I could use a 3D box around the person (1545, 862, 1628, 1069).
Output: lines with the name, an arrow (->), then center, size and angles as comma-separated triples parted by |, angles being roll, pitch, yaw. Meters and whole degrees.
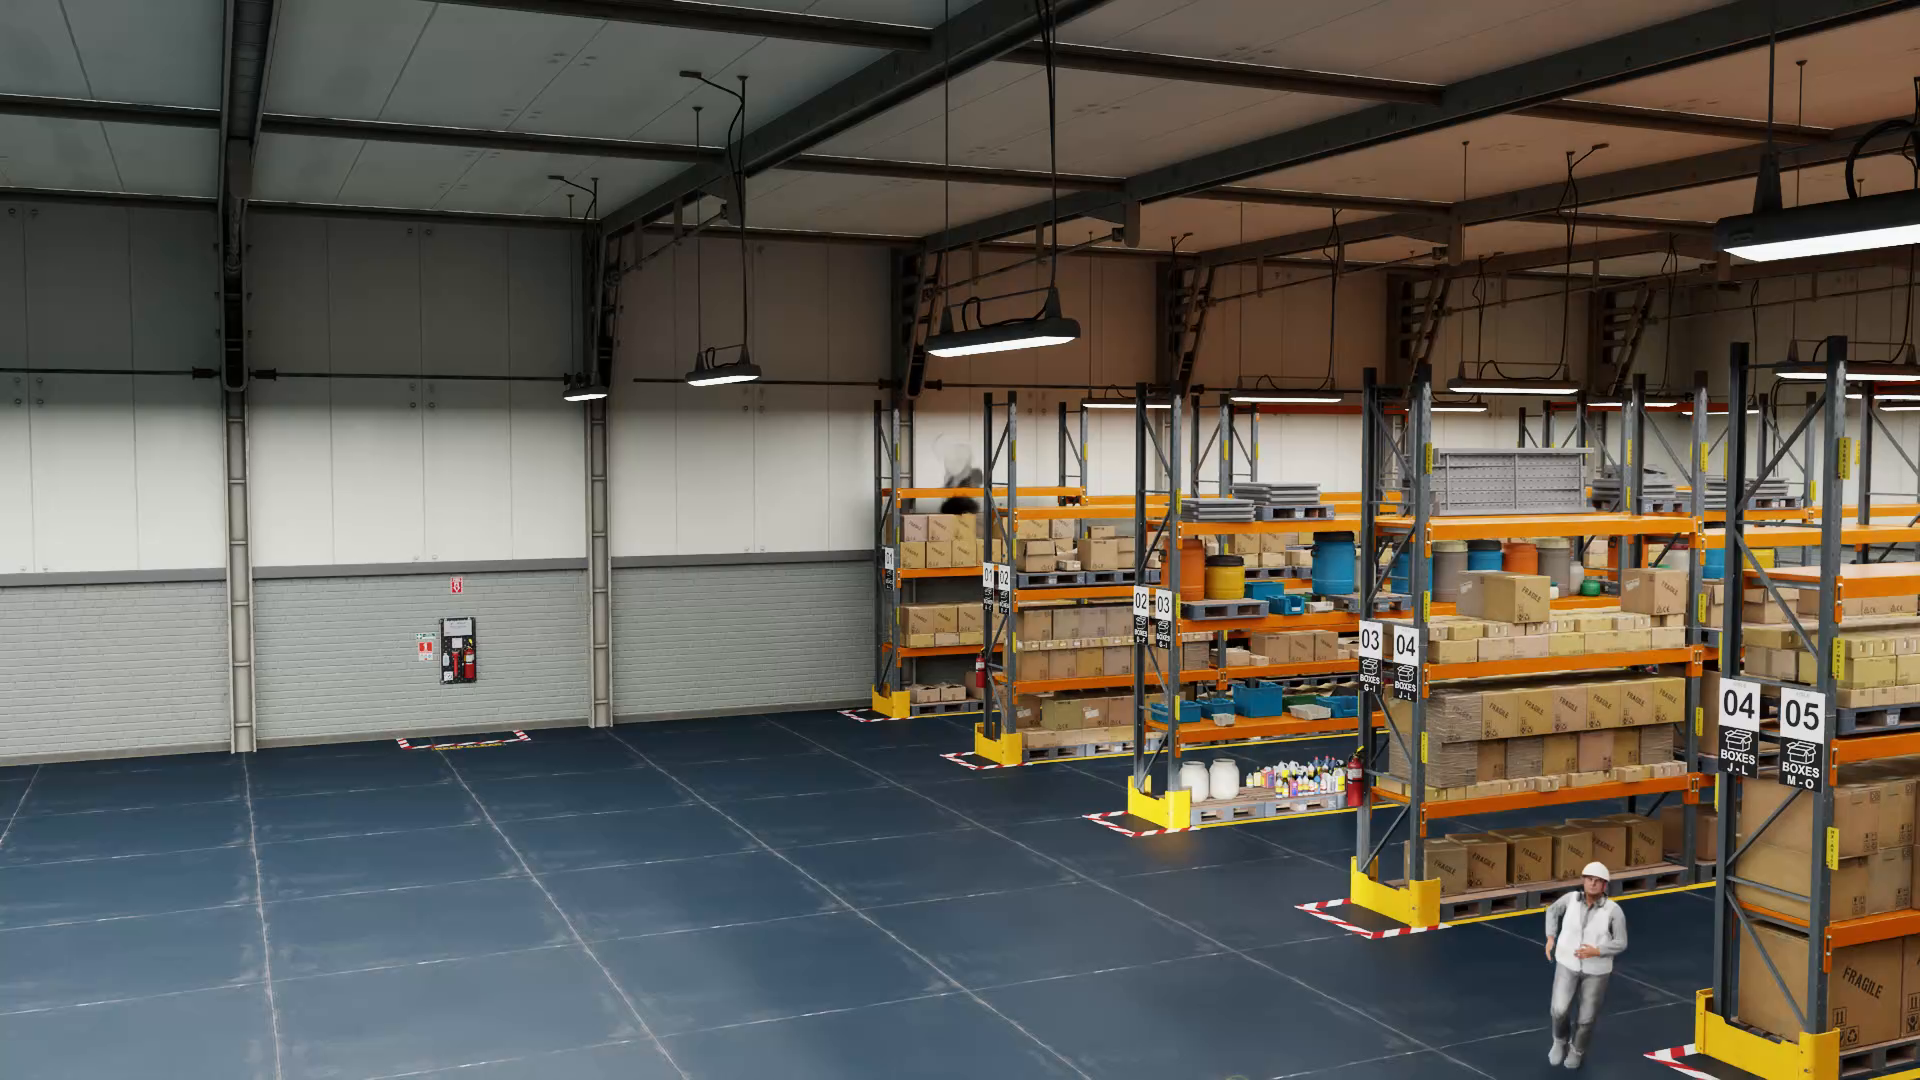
person -> 5.119, 3.506, 13.635 | 0.658, 1.737, 0.601 | 2, 4, 26
